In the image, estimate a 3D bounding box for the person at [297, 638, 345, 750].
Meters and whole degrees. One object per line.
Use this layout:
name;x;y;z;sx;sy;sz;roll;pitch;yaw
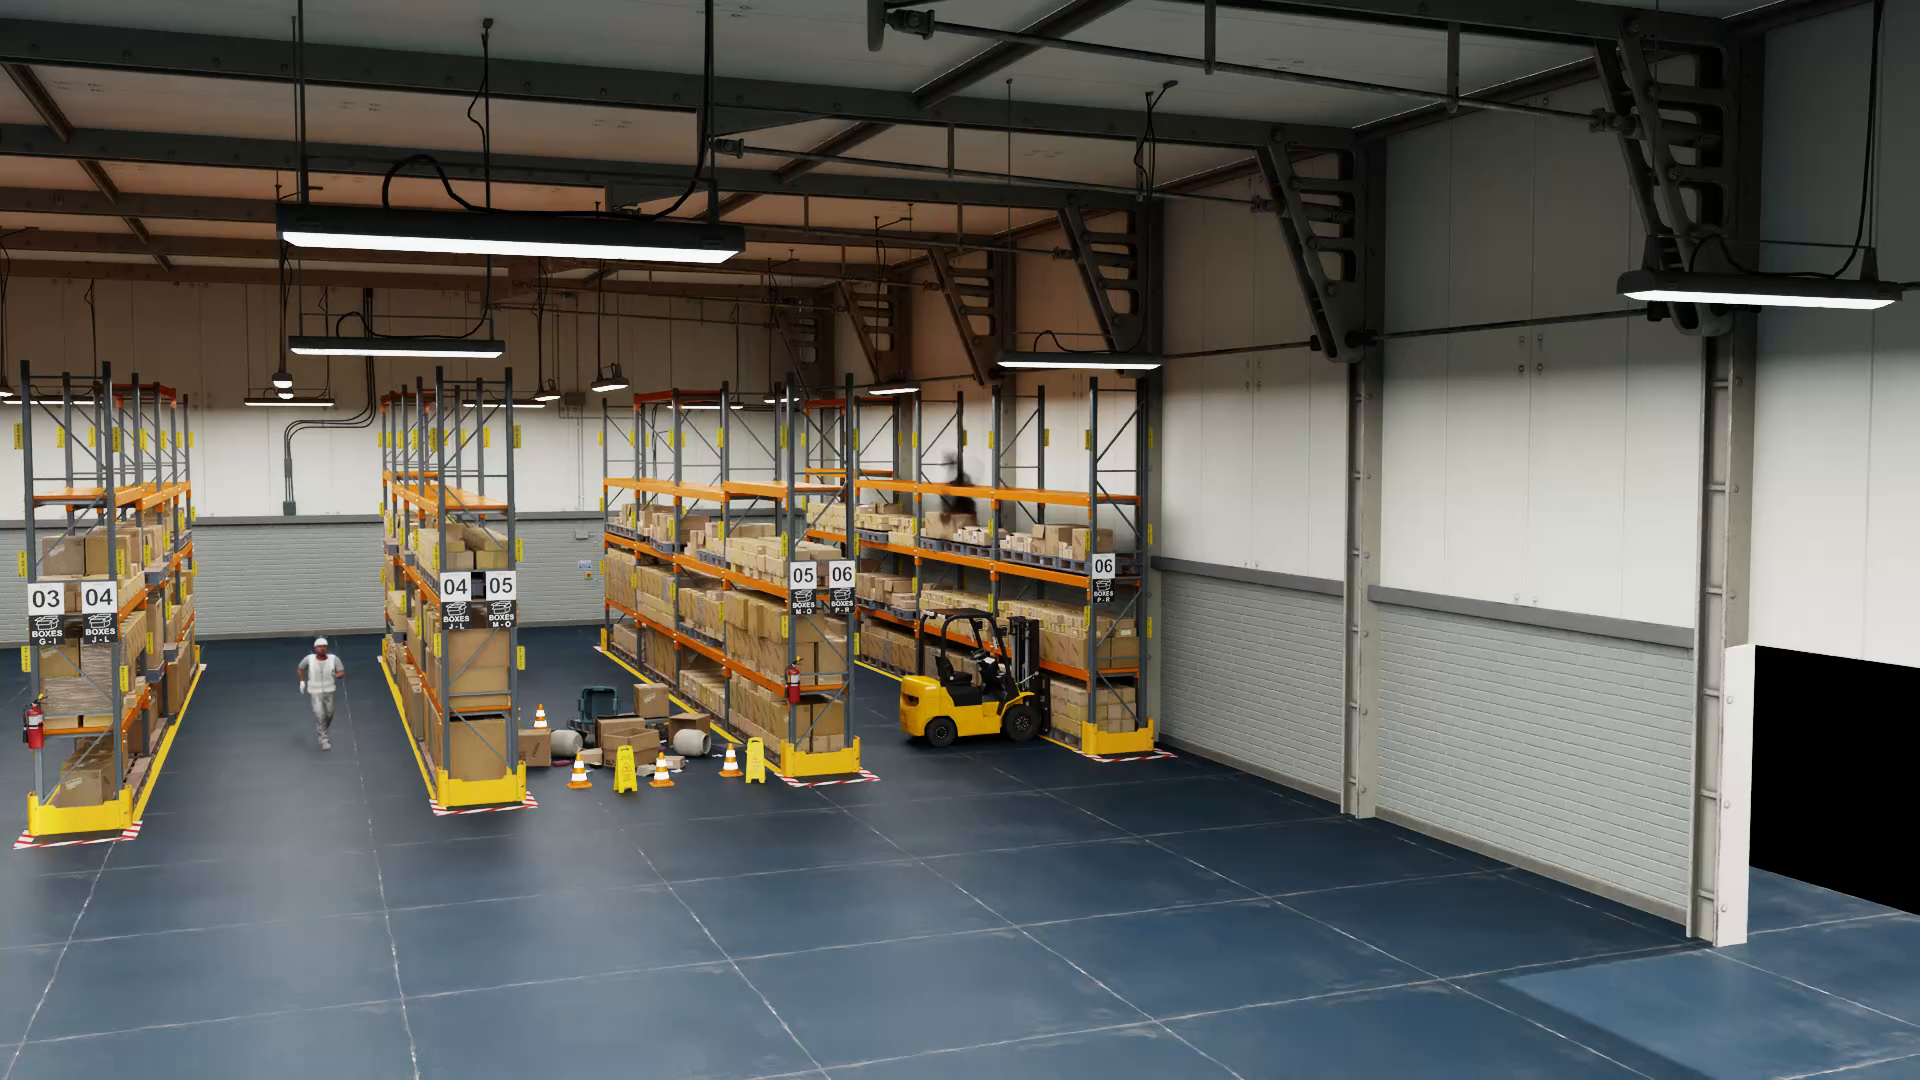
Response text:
person;-10.342;2.462;26.968;0.686;1.764;0.979;-2;4;-31
